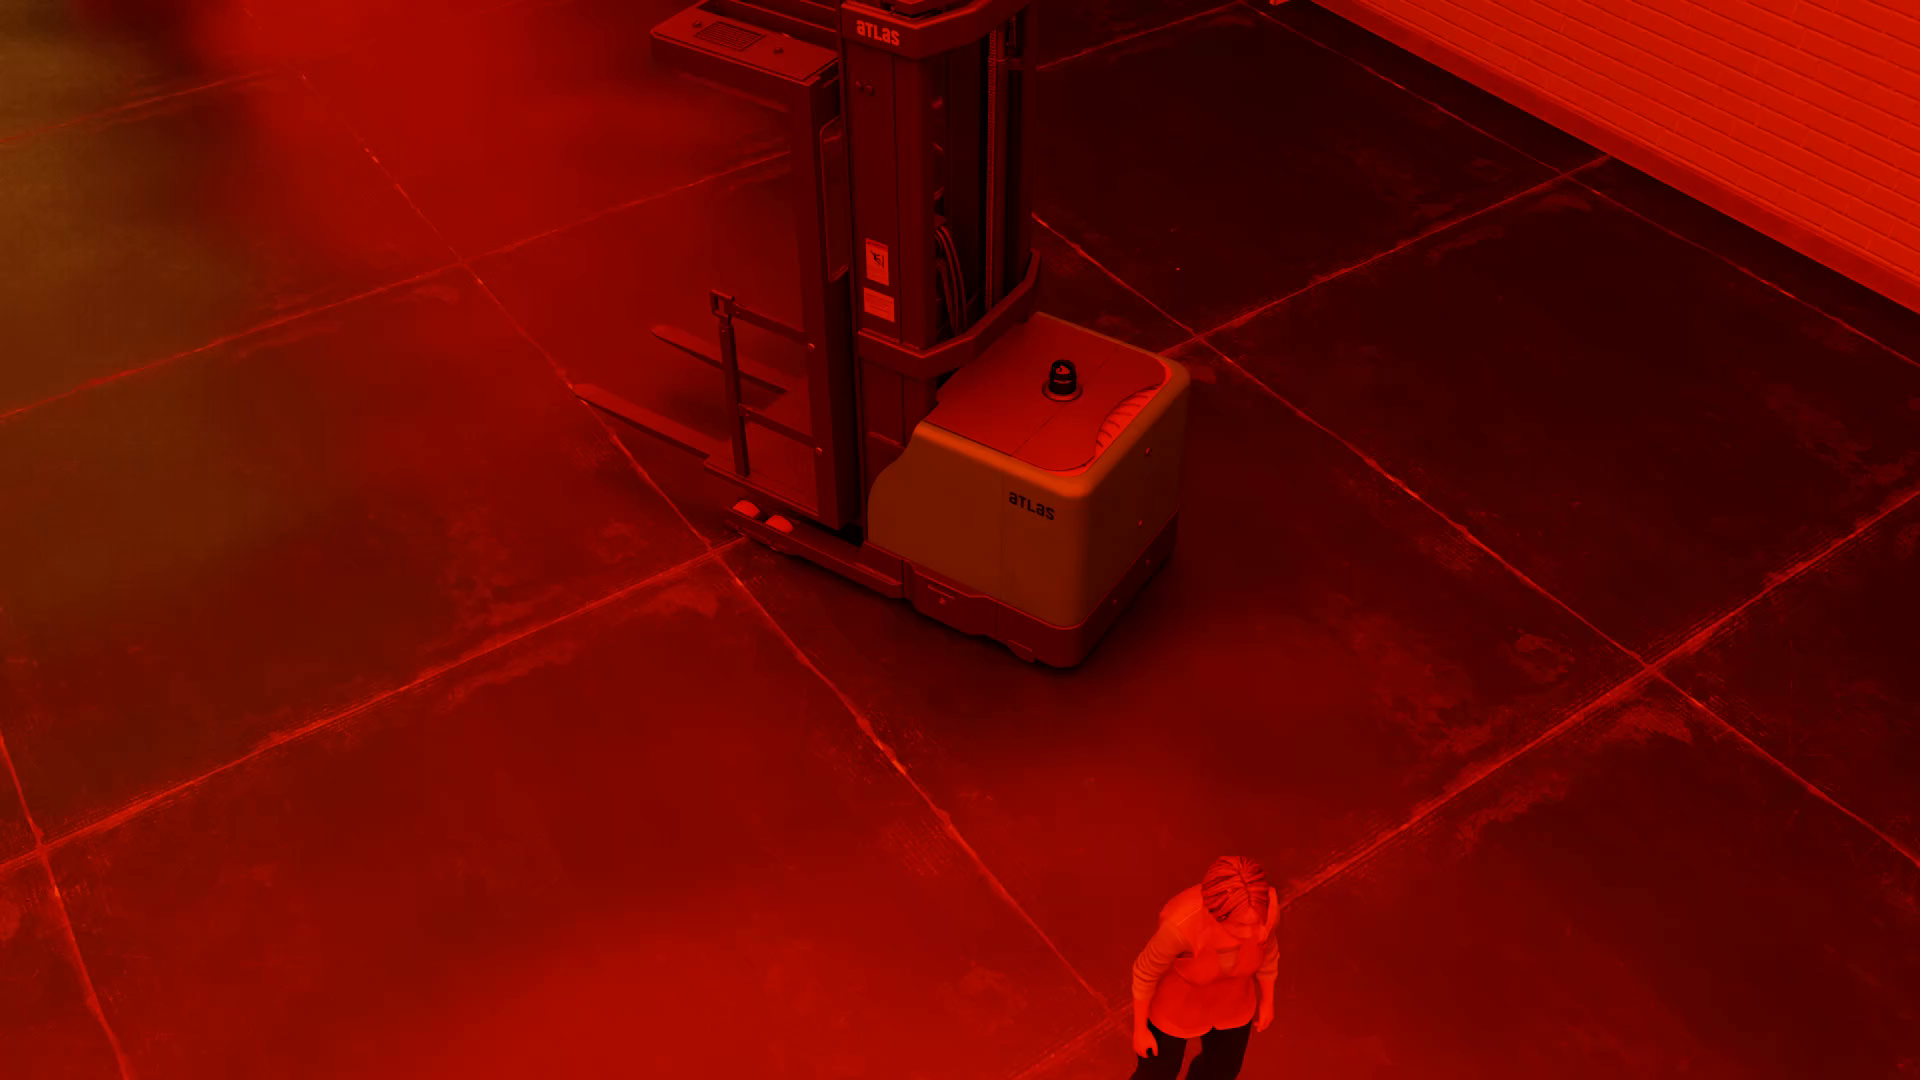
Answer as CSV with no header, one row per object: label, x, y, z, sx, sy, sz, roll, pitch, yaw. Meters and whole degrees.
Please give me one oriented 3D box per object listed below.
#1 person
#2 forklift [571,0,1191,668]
person,0.739,1.452,5.128,0.479,1.593,0.345,-10,44,-10
forklift,-0.511,-1.302,7.129,3.031,2.935,1.130,24,48,24
